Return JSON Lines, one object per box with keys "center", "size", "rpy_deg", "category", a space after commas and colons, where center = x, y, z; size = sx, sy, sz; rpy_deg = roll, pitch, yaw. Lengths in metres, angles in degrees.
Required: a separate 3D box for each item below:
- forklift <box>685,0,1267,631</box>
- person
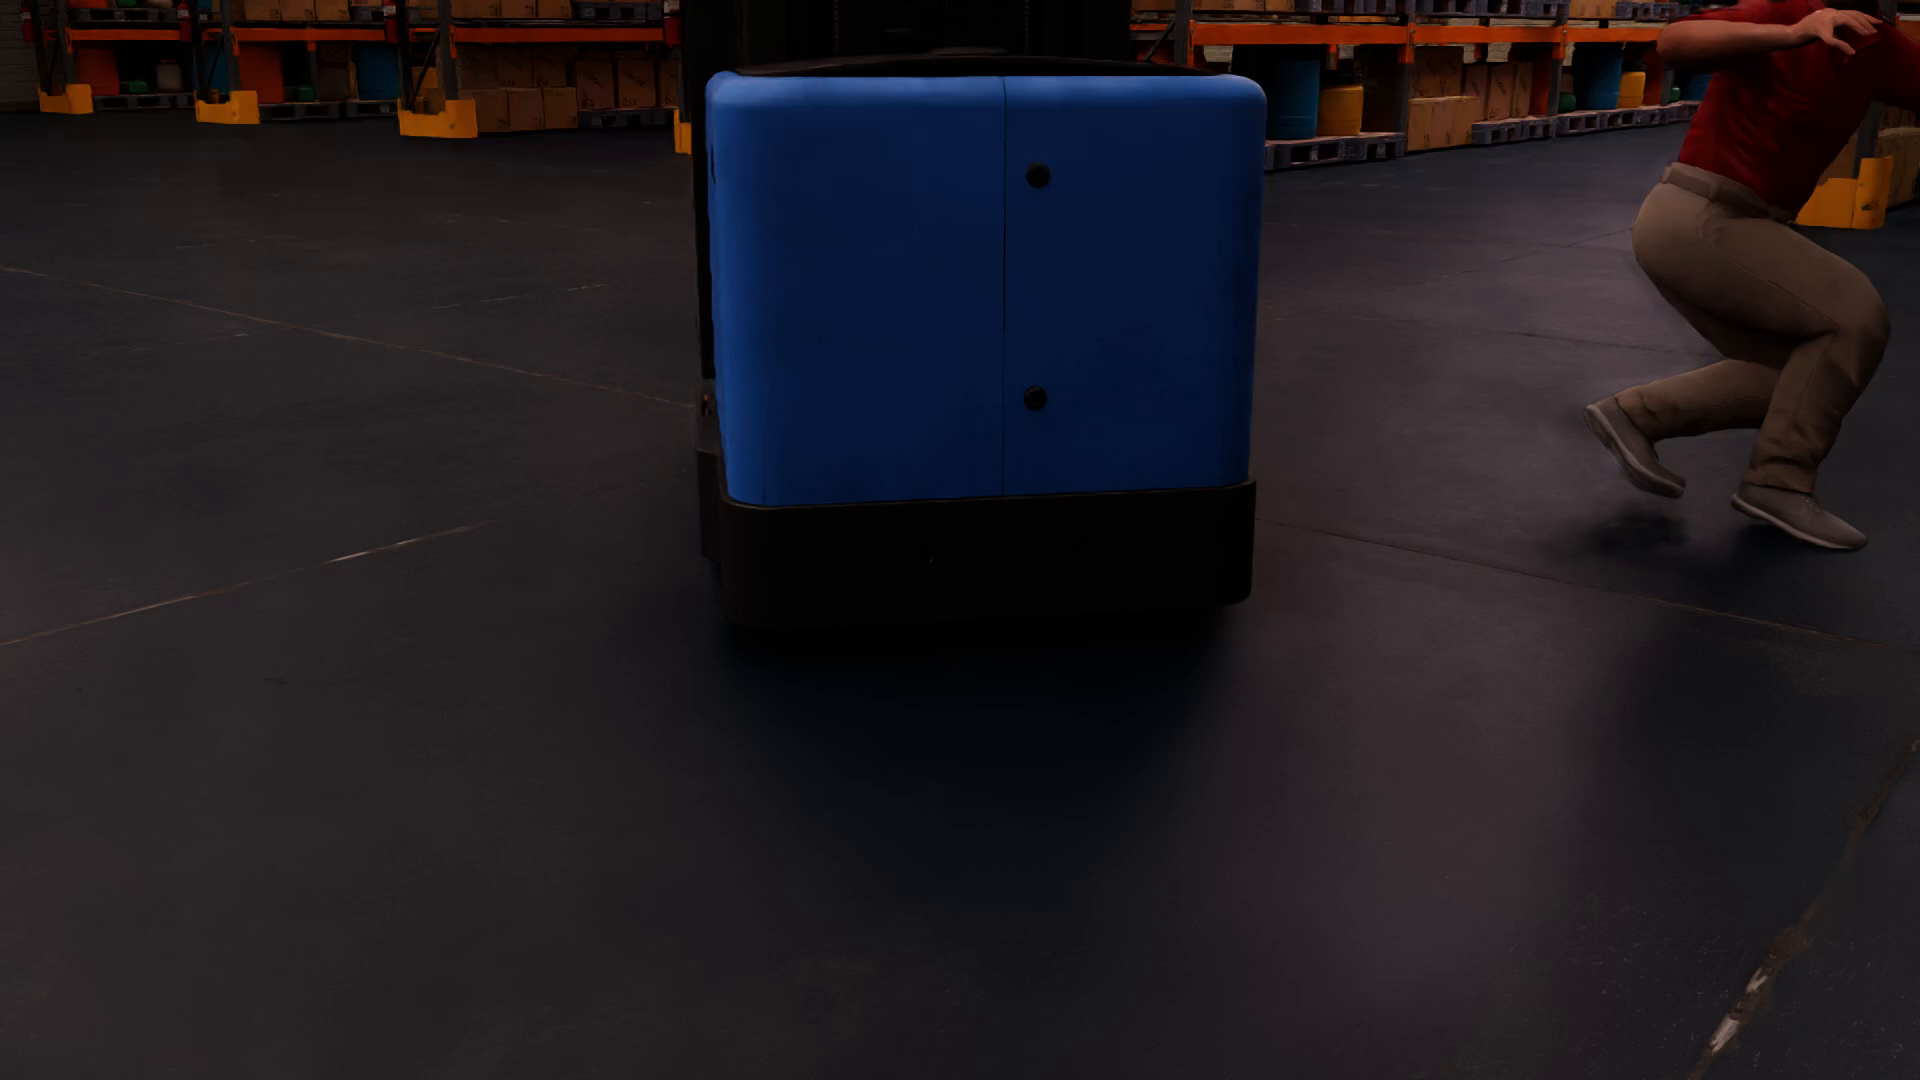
{"center": [-0.164, -1.616, 4.221], "size": [1.130, 2.935, 3.031], "rpy_deg": [-3, 17, -9], "category": "forklift"}
{"center": [2.037, -0.700, 3.793], "size": [1.088, 1.470, 0.807], "rpy_deg": [13, 21, 36], "category": "person"}
